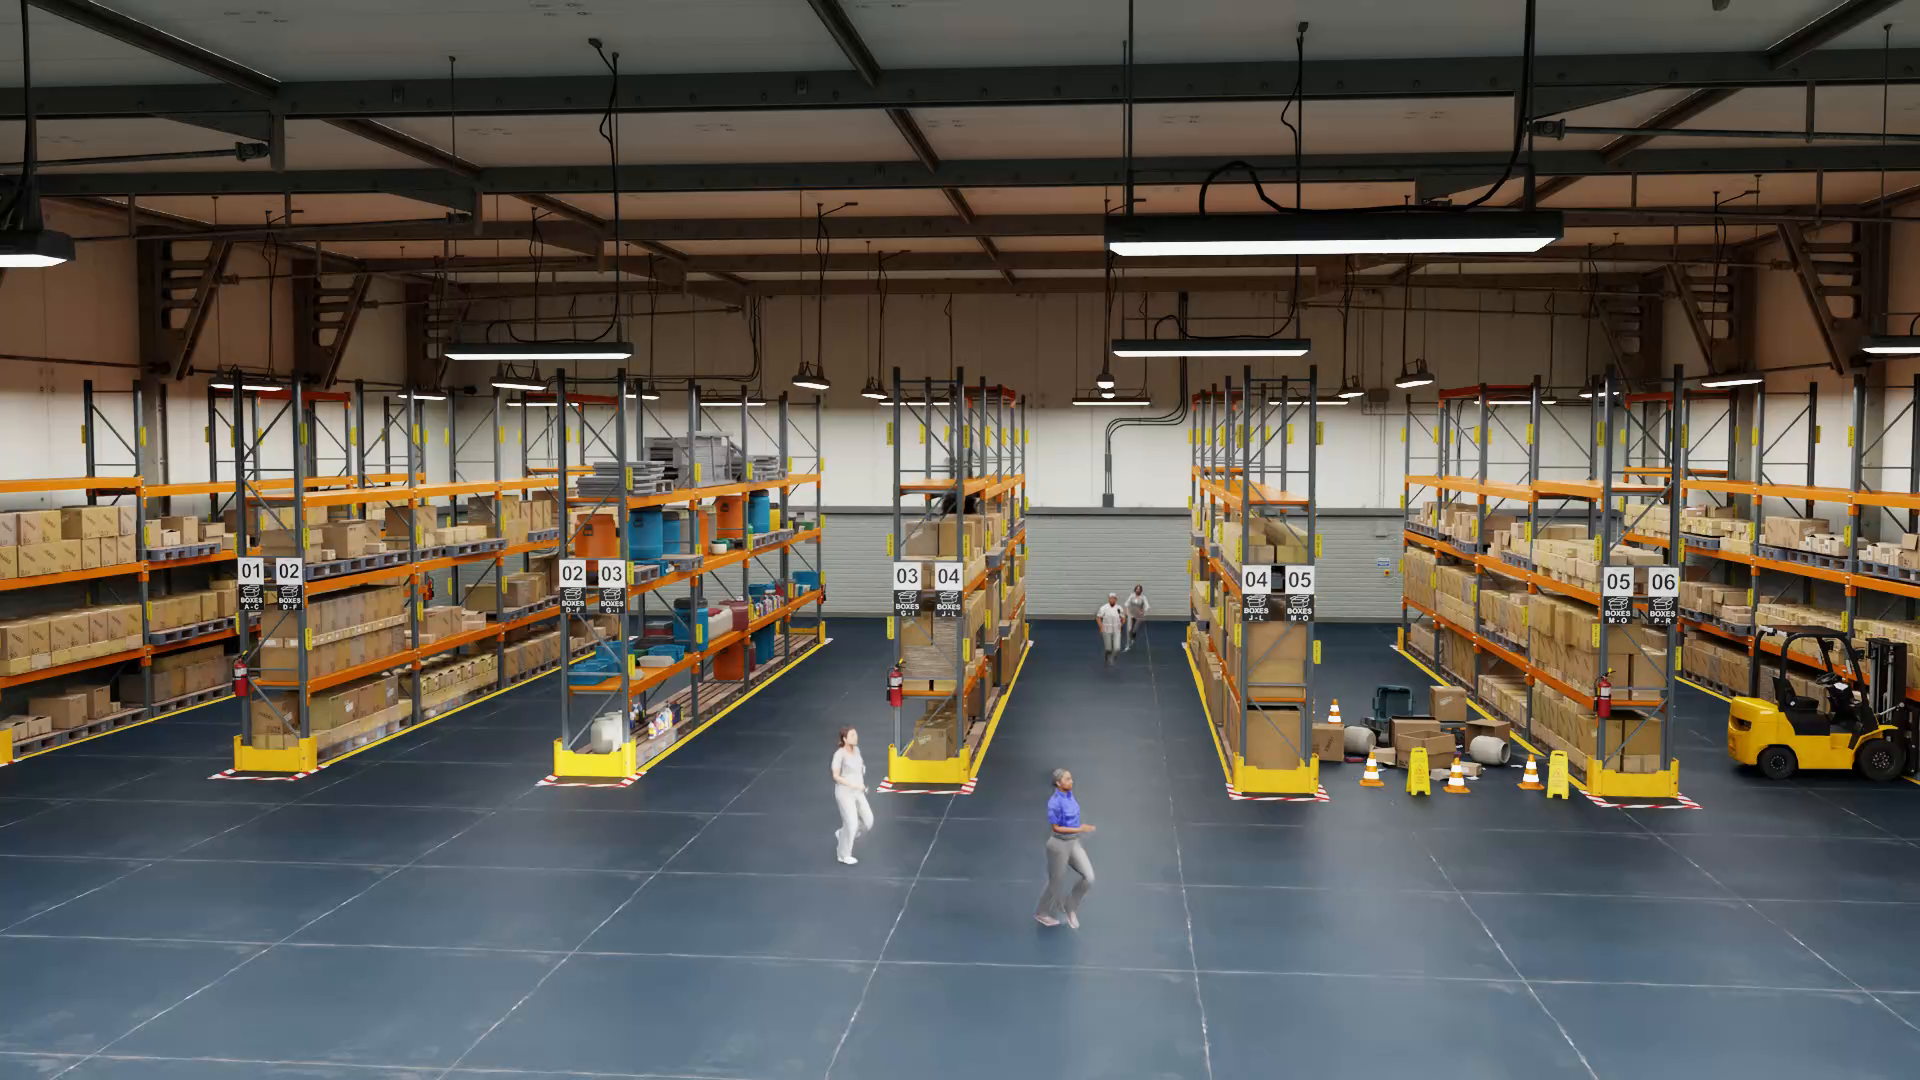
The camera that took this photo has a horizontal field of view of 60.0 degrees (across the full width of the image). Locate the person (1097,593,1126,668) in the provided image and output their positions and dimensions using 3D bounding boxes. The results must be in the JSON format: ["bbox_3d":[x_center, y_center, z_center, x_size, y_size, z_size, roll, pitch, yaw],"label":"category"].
[{"bbox_3d":[3.135,1.835,34.245,0.607,1.495,0.545,0,4,-5],"label":"person"}]

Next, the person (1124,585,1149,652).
[{"bbox_3d":[4.134,1.834,38.899,0.592,1.546,0.758,1,4,13],"label":"person"}]

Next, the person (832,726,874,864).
[{"bbox_3d":[-1.267,2.973,19.446,0.579,1.625,0.591,3,4,36],"label":"person"}]

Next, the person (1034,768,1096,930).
[{"bbox_3d":[1.078,3.134,16.834,0.688,1.664,0.544,3,4,36],"label":"person"}]
